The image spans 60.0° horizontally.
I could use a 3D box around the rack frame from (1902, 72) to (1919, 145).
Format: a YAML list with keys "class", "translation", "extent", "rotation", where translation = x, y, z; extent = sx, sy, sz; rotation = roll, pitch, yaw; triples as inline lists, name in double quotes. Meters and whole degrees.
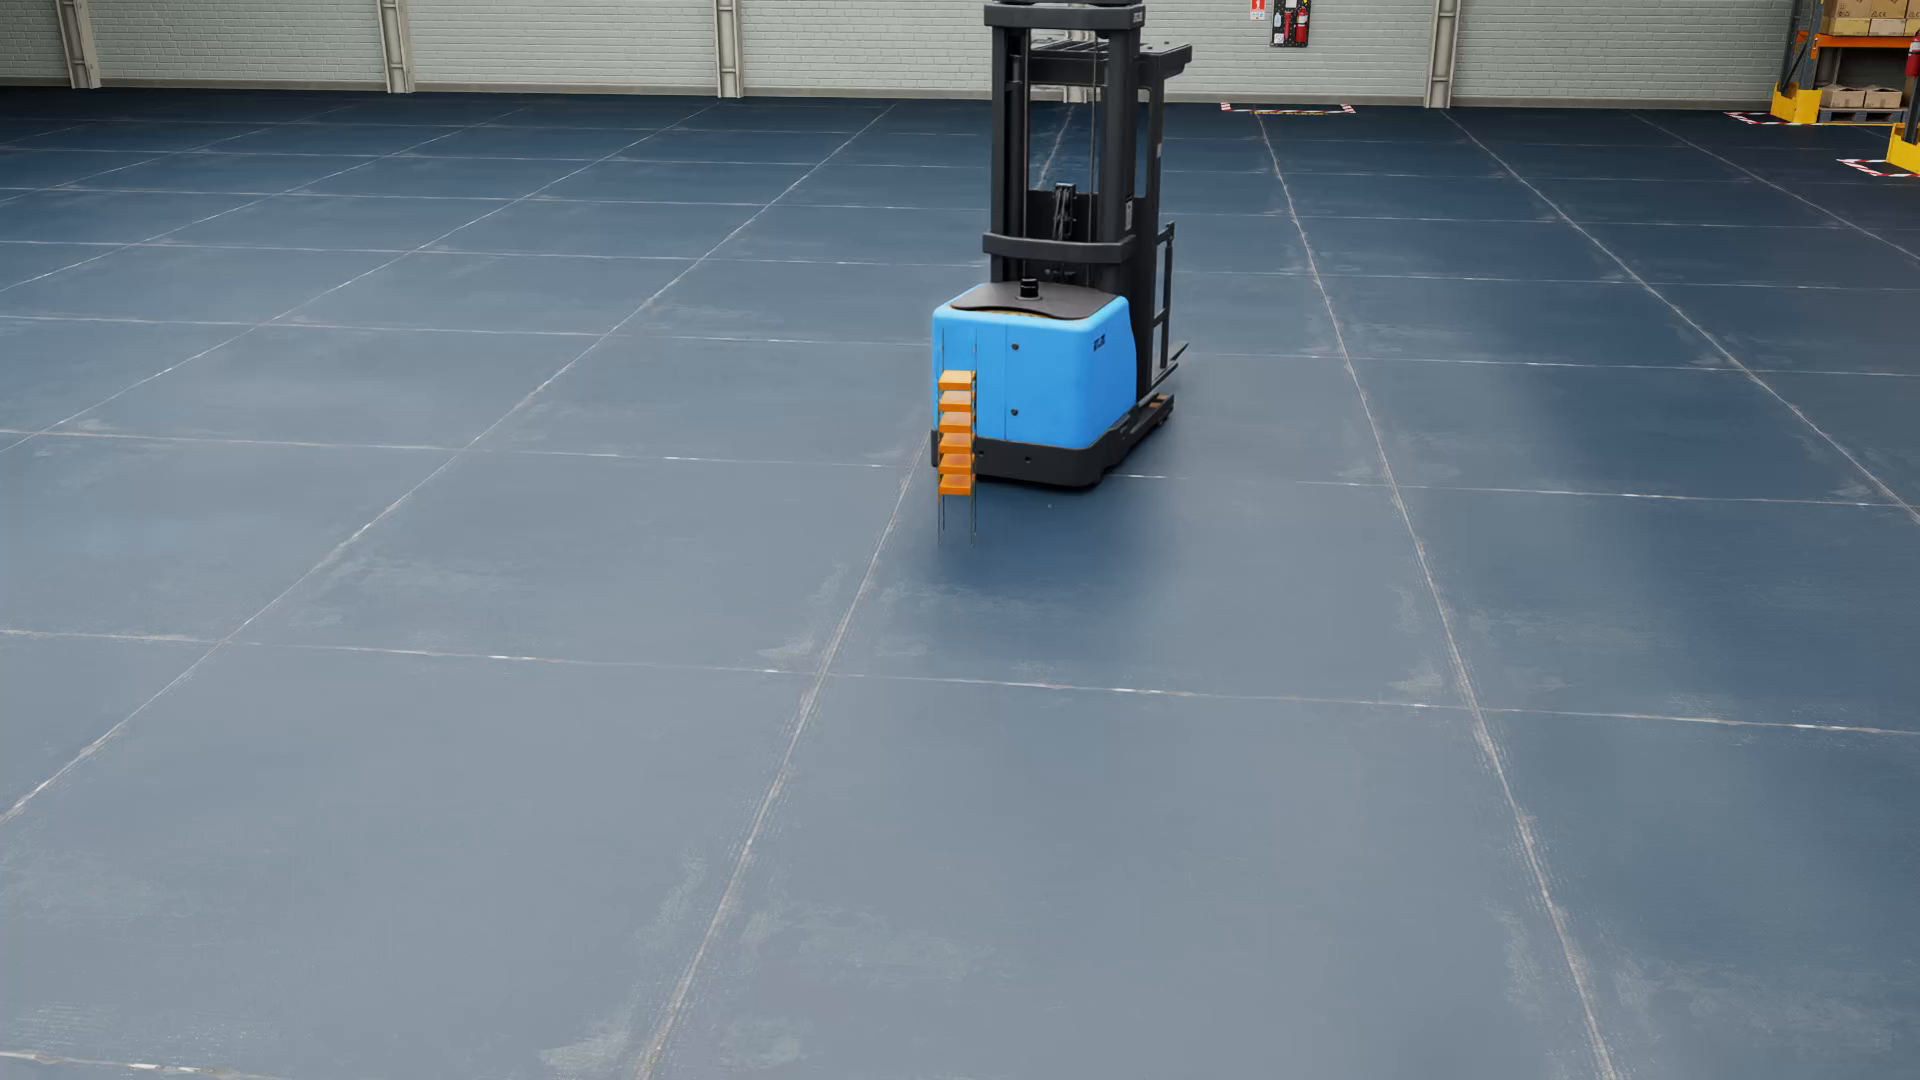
- class: "rack frame"
  translation: [12.508, -6.250, 21.168]
  extent: [0.127, 3.000, 1.000]
  rotation: [2, 22, 6]

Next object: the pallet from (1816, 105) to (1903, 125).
- class: "pallet"
  translation: [13.966, -6.710, 26.126]
  extent: [1.213, 0.211, 1.003]
  rotation: [2, 22, 6]

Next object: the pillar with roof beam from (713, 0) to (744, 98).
- class: "pillar with roof beam"
  translation: [-4.497, -10.341, 23.357]
  extent: [0.400, 9.000, 9.100]
  rotation: [2, 22, 6]

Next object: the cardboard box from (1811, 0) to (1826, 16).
- class: "cardboard box"
  translation: [13.581, -8.404, 25.774]
  extent: [0.500, 0.500, 0.500]
  rotation: [2, 22, 6]

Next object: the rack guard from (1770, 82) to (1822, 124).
- class: "rack guard"
  translation: [13.163, -6.893, 26.195]
  extent: [0.348, 0.500, 1.175]
  rotation: [2, 22, 6]

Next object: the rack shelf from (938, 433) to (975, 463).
- class: "rack shelf"
  translation: [-0.014, -0.517, 9.237]
  extent: [0.180, 0.103, 0.258]
  rotation: [2, 22, 6]

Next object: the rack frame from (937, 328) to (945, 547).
- class: "rack frame"
  translation: [-0.105, -0.563, 9.231]
  extent: [0.006, 1.200, 0.240]
  rotation: [2, 22, 6]

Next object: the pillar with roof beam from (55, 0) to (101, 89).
- class: "pillar with roof beam"
  translation: [-16.413, -10.860, 24.670]
  extent: [0.400, 9.000, 9.100]
  rotation: [2, 22, 6]

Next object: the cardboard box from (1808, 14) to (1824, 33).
- class: "cardboard box"
  translation: [13.575, -8.049, 25.895]
  extent: [0.500, 0.250, 0.500]
  rotation: [3, 22, 7]

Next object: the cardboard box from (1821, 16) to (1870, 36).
- class: "cardboard box"
  translation: [13.535, -7.861, 25.421]
  extent: [0.500, 0.250, 0.500]
  rotation: [2, 22, 5]

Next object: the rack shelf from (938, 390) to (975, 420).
- class: "rack shelf"
  translation: [-0.014, -0.740, 9.149]
  extent: [0.180, 0.103, 0.258]
  rotation: [2, 22, 6]

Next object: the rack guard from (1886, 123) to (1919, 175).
- class: "rack guard"
  translation: [12.485, -5.088, 21.630]
  extent: [0.348, 0.500, 1.175]
  rotation: [2, 22, 6]

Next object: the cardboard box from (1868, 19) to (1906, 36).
- class: "cardboard box"
  translation: [14.052, -7.844, 25.377]
  extent: [0.500, 0.250, 0.500]
  rotation: [2, 22, 5]

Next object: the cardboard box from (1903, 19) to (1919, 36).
- class: "cardboard box"
  translation: [14.557, -7.820, 25.316]
  extent: [0.500, 0.250, 0.500]
  rotation: [2, 22, 5]

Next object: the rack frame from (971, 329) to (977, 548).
- class: "rack frame"
  translation: [0.076, -0.555, 9.211]
  extent: [0.006, 1.200, 0.240]
  rotation: [2, 22, 6]

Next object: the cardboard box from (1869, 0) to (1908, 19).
- class: "cardboard box"
  translation: [14.016, -8.191, 25.236]
  extent: [0.500, 0.500, 0.500]
  rotation: [3, 22, 6]

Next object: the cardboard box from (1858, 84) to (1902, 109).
- class: "cardboard box"
  translation: [14.330, -6.925, 25.936]
  extent: [0.500, 0.311, 0.500]
  rotation: [4, 22, 11]

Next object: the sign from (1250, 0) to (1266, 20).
- class: "sign"
  translation: [4.940, -8.803, 27.577]
  extent: [0.234, 0.329, 0.001]
  rotation: [2, 22, 6]

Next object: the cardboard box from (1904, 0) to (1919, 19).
- class: "cardboard box"
  translation: [14.528, -8.167, 25.174]
  extent: [0.500, 0.500, 0.500]
  rotation: [2, 22, 5]

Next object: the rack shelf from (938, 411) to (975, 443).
- class: "rack shelf"
  translation: [-0.014, -0.629, 9.193]
  extent: [0.180, 0.103, 0.258]
  rotation: [2, 22, 6]

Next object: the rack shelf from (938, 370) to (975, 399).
- class: "rack shelf"
  translation: [-0.014, -0.852, 9.105]
  extent: [0.180, 0.103, 0.258]
  rotation: [2, 22, 6]

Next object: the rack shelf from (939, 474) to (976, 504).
- class: "rack shelf"
  translation: [-0.014, -0.294, 9.325]
  extent: [0.180, 0.103, 0.258]
  rotation: [2, 22, 6]

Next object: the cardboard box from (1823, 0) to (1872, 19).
- class: "cardboard box"
  translation: [13.526, -8.216, 25.300]
  extent: [0.500, 0.500, 0.500]
  rotation: [3, 22, 6]

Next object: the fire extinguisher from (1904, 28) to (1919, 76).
- class: "fire extinguisher"
  translation: [12.446, -6.388, 21.624]
  extent: [0.183, 0.674, 0.296]
  rotation: [2, 22, 6]

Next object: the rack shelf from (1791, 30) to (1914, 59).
- class: "rack shelf"
  translation: [15.074, -7.637, 25.657]
  extent: [4.000, 0.370, 1.077]
  rotation: [2, 22, 6]

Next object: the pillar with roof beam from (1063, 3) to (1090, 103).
- class: "pillar with roof beam"
  translation: [1.461, -10.081, 22.700]
  extent: [0.400, 9.000, 9.100]
  rotation: [2, 22, 6]

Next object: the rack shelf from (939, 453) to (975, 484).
- class: "rack shelf"
  translation: [-0.014, -0.406, 9.281]
  extent: [0.180, 0.103, 0.258]
  rotation: [2, 22, 6]

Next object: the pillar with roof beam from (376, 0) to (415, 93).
- class: "pillar with roof beam"
  translation: [-10.455, -10.601, 24.014]
  extent: [0.400, 9.000, 9.100]
  rotation: [2, 22, 6]

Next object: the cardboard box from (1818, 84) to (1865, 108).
- class: "cardboard box"
  translation: [13.764, -6.950, 25.998]
  extent: [0.500, 0.311, 0.500]
  rotation: [0, 22, 0]

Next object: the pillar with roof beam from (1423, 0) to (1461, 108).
- class: "pillar with roof beam"
  translation: [7.420, -9.822, 22.044]
  extent: [0.400, 9.000, 9.100]
  rotation: [2, 22, 6]

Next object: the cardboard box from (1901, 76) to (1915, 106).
- class: "cardboard box"
  translation: [15.053, -6.963, 25.774]
  extent: [0.500, 0.500, 0.700]
  rotation: [1, 22, 3]

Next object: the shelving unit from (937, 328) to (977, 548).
- class: "shelving unit"
  translation: [-0.014, -0.559, 9.221]
  extent: [0.189, 1.200, 0.258]
  rotation: [2, 22, 6]

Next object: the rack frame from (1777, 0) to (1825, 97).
- class: "rack frame"
  translation: [13.088, -8.059, 25.743]
  extent: [0.127, 3.000, 1.000]
  rotation: [2, 22, 6]

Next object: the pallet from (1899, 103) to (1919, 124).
- class: "pallet"
  translation: [15.174, -6.657, 25.990]
  extent: [1.213, 0.211, 1.003]
  rotation: [2, 22, 6]

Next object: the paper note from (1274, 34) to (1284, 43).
- class: "paper note"
  translation: [5.309, -8.348, 27.673]
  extent: [0.142, 0.148, 0.016]
  rotation: [2, 22, 6]

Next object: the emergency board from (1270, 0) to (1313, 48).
- class: "emergency board"
  translation: [5.477, -8.725, 27.428]
  extent: [0.643, 1.169, 0.194]
  rotation: [2, 22, 6]

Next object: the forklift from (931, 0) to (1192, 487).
- class: "forklift"
  translation: [0.846, -2.194, 11.004]
  extent: [1.130, 2.935, 3.031]
  rotation: [9, 23, 21]

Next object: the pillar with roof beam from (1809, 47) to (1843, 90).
- class: "pillar with roof beam"
  translation: [13.378, -9.562, 21.387]
  extent: [0.400, 9.000, 9.100]
  rotation: [2, 22, 6]

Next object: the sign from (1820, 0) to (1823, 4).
- class: "sign"
  translation: [13.024, -8.263, 25.083]
  extent: [0.005, 0.325, 0.100]
  rotation: [2, 22, 6]
